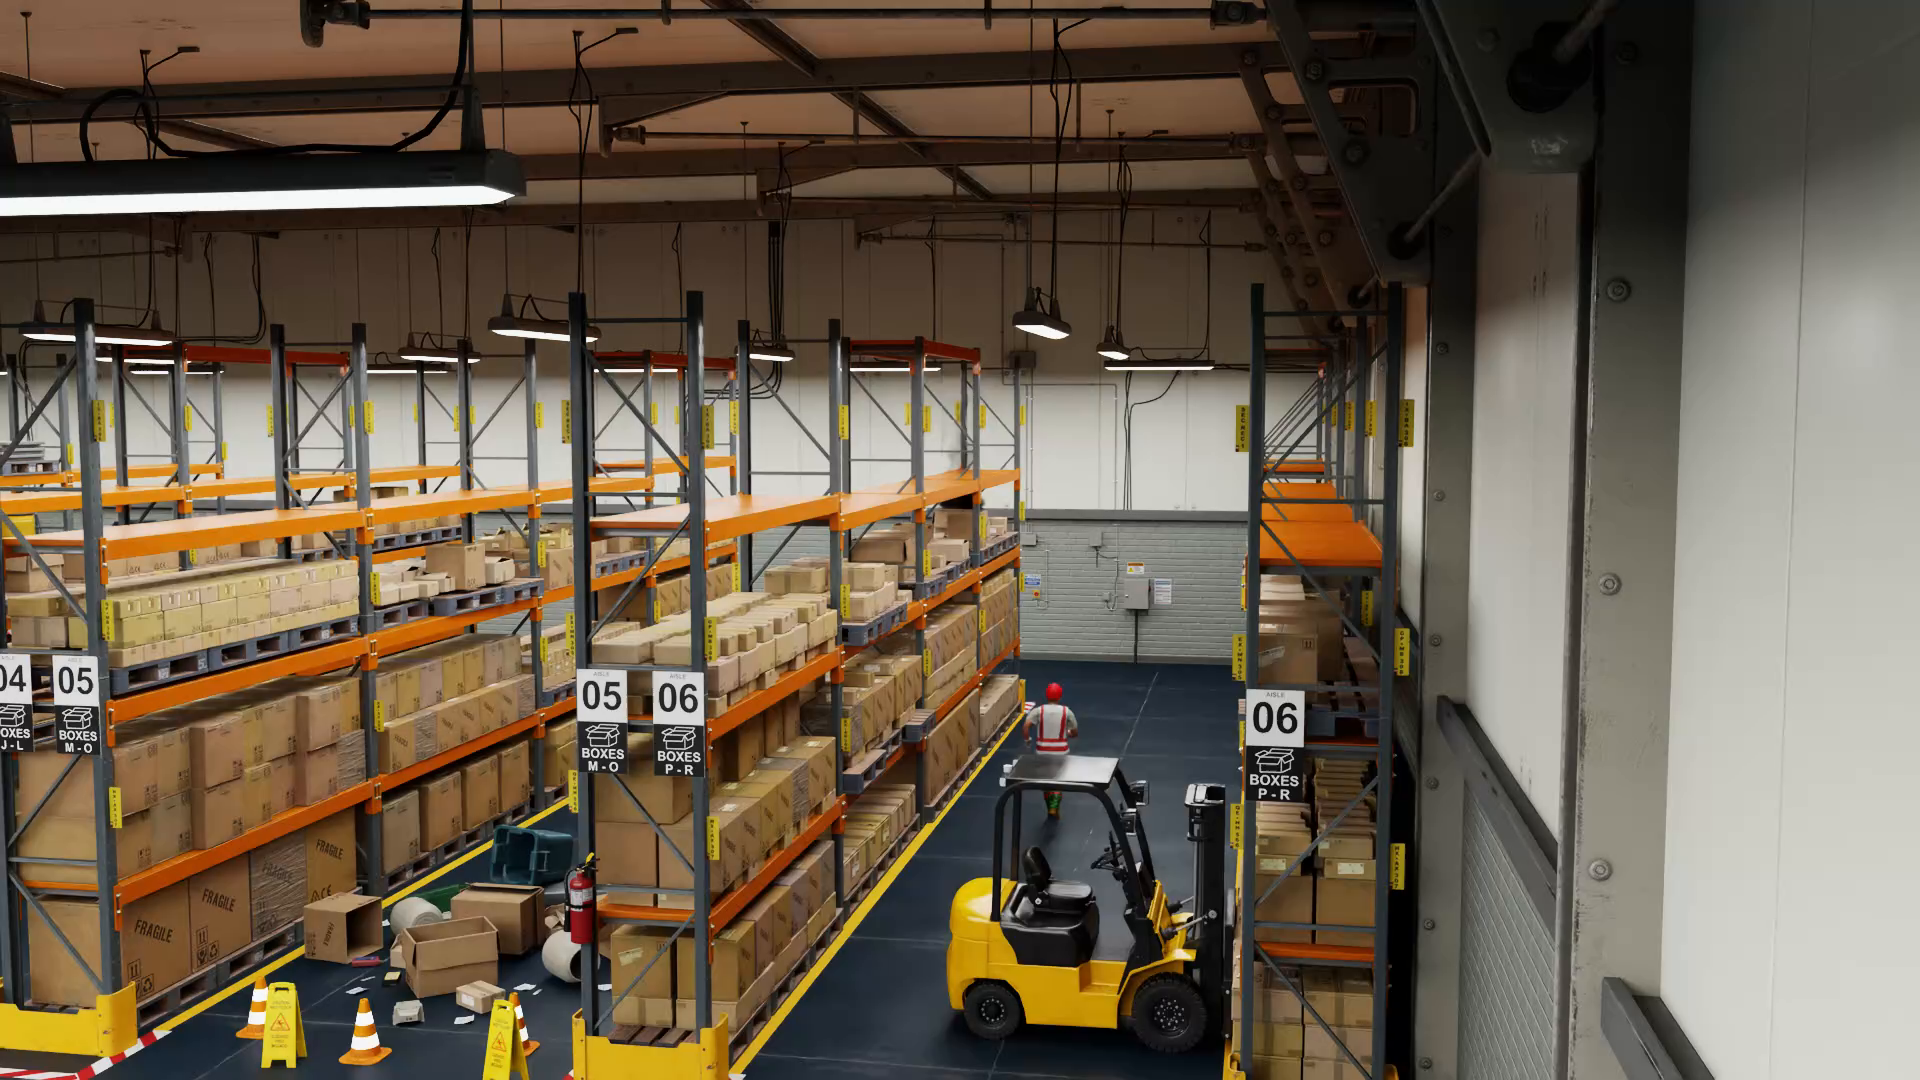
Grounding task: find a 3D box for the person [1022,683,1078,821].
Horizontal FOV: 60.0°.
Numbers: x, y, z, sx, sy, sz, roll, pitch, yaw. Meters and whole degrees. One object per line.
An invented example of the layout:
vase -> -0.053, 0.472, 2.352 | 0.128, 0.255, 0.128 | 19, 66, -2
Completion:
person -> 1.123, 2.635, 20.454 | 0.671, 1.778, 0.991 | 1, 5, 10
